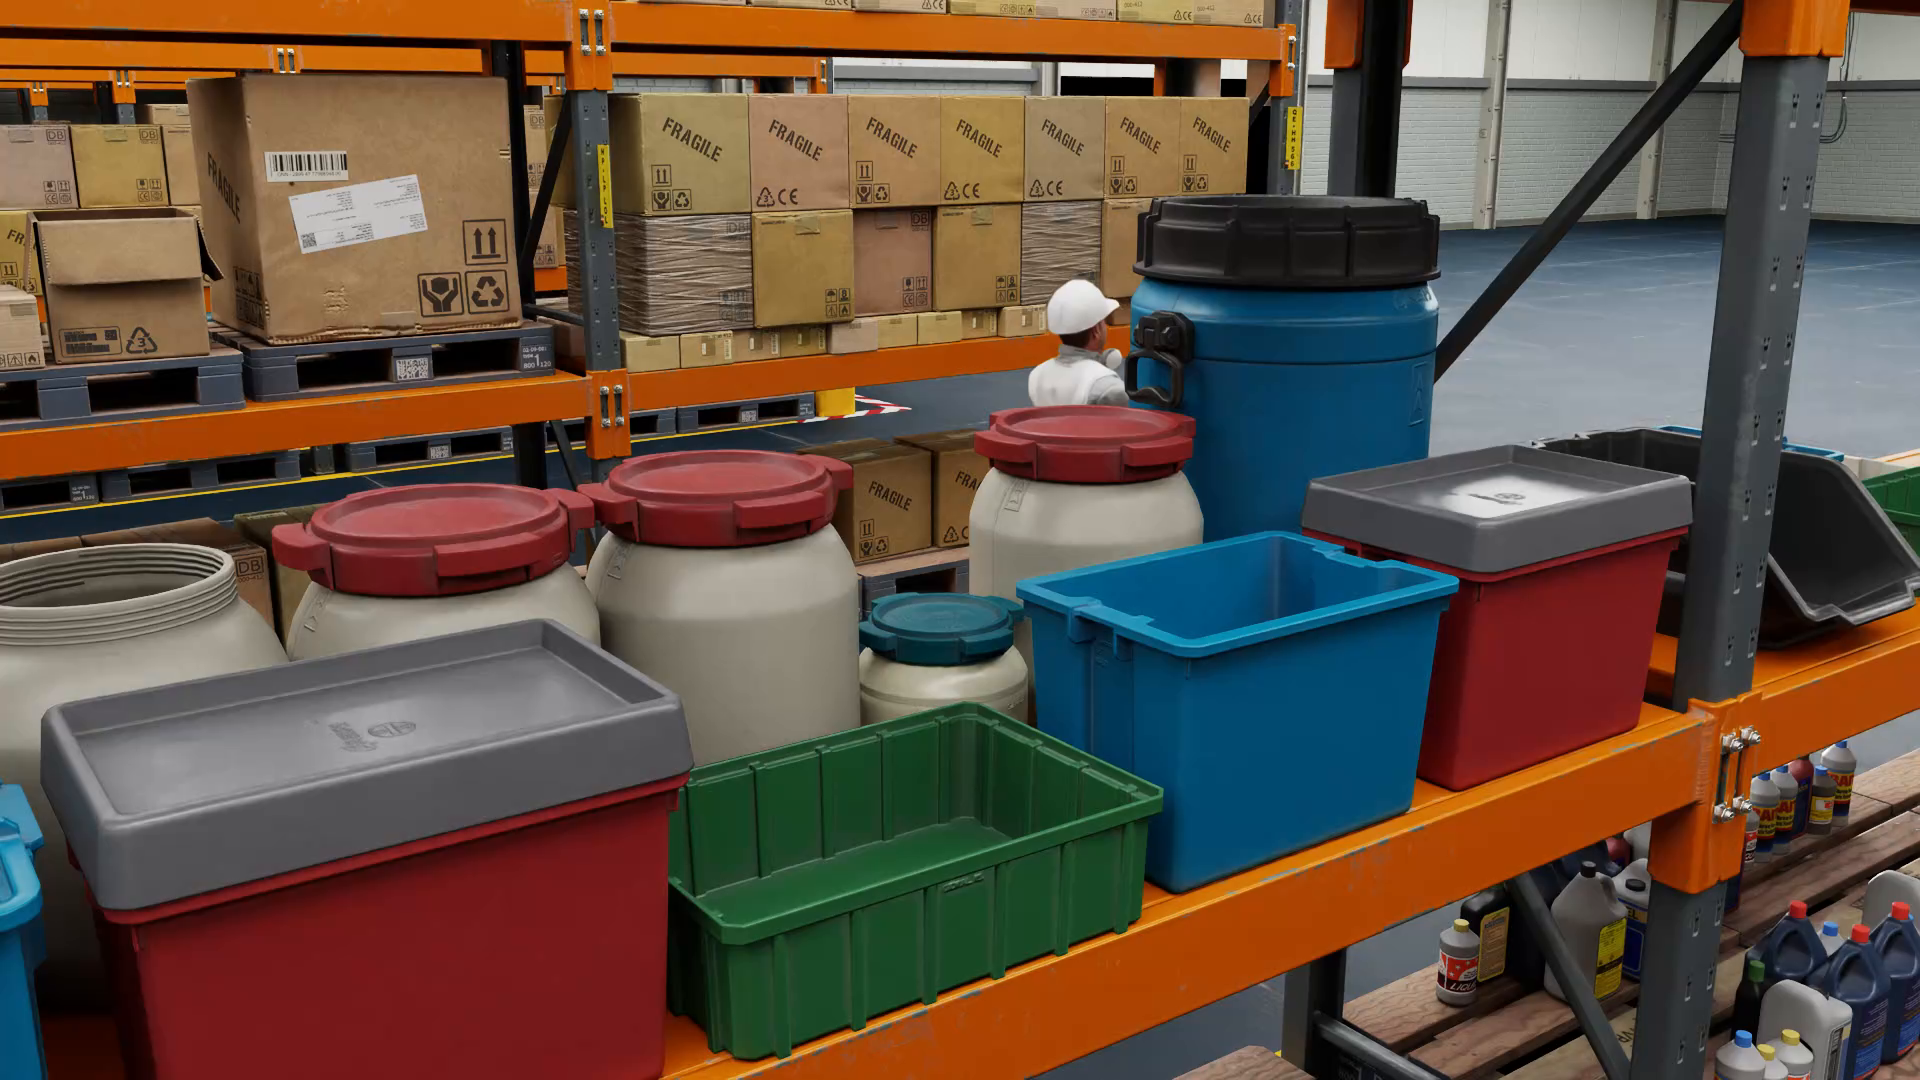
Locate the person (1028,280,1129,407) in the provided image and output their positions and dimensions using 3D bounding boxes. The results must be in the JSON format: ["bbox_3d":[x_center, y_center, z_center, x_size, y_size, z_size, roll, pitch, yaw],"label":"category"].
[{"bbox_3d":[0.567,-0.124,6.445,0.551,1.770,0.499,-10,18,-35],"label":"person"}]
